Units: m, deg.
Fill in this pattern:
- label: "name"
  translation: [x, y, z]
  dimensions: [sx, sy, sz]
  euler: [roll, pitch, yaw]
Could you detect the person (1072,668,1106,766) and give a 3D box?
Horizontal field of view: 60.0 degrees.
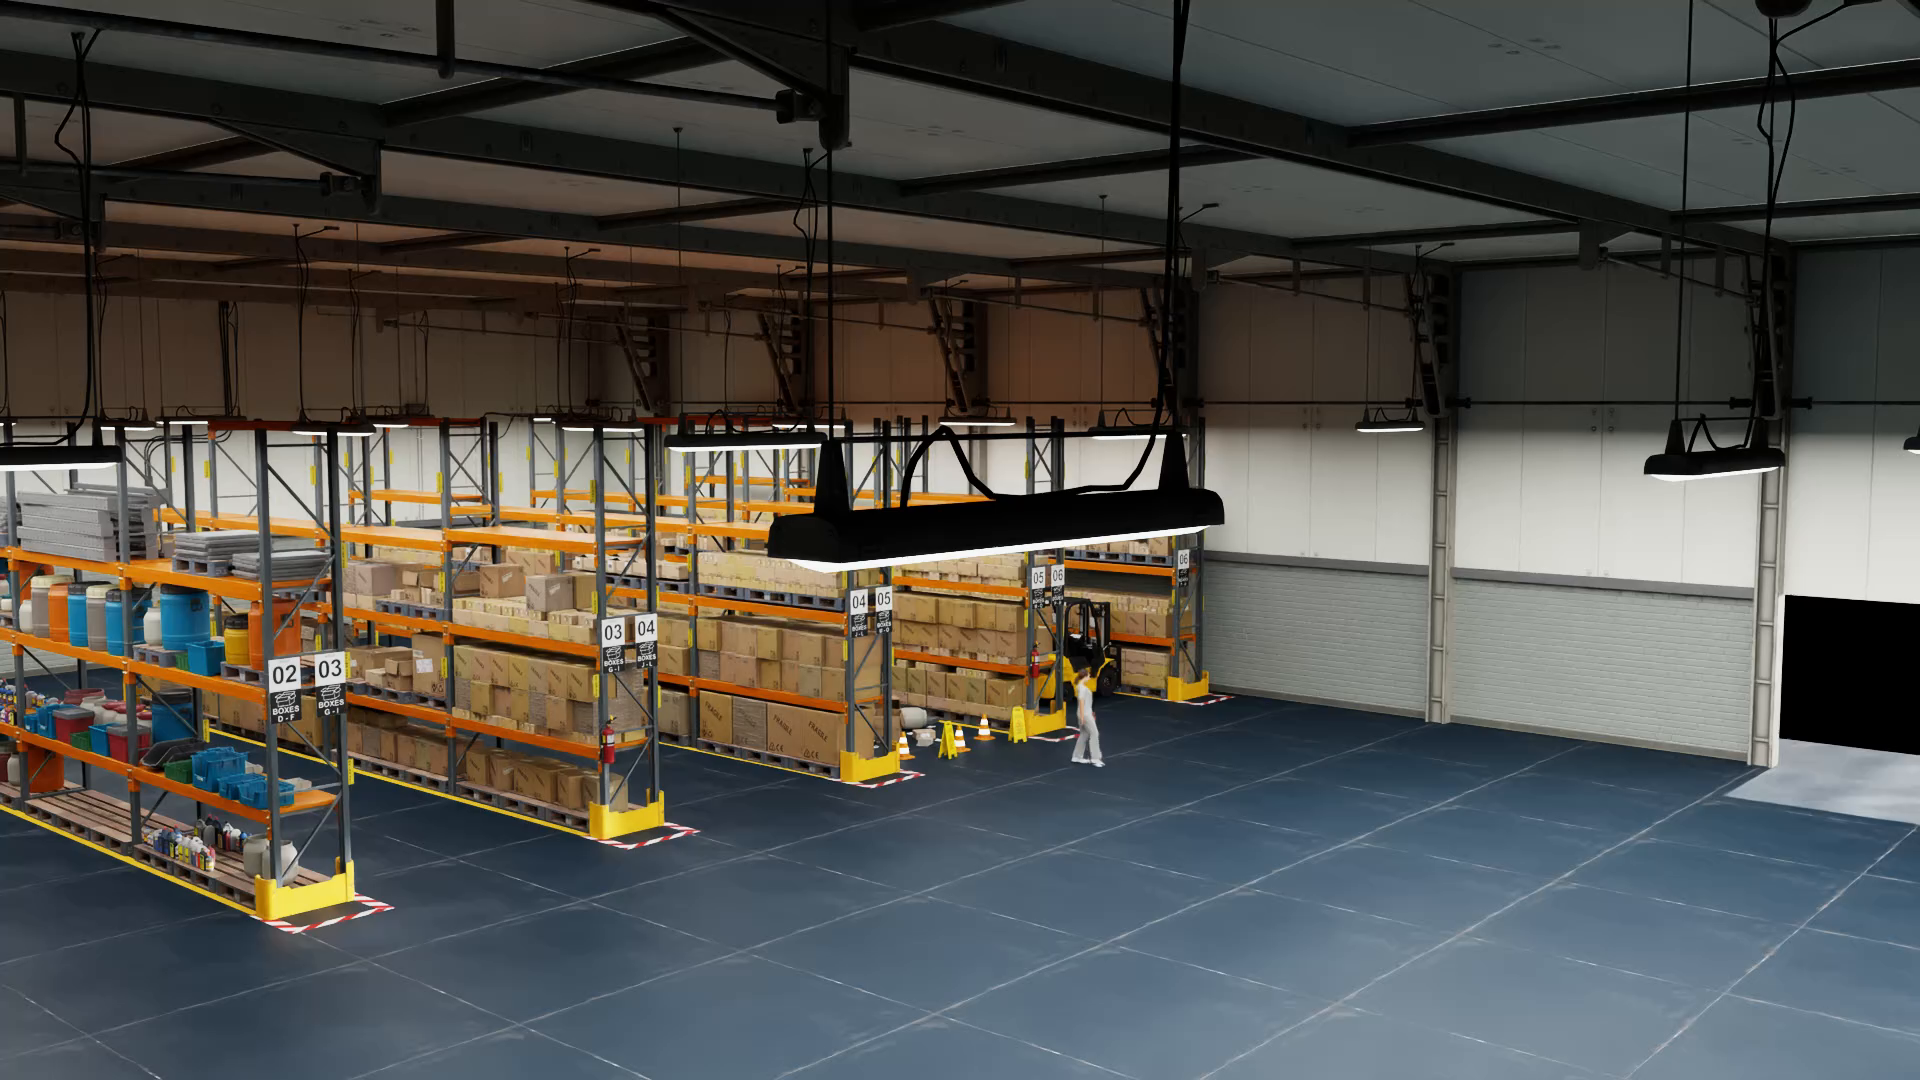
- label: "person"
  translation: [2.252, 3.100, 29.069]
  dimensions: [0.591, 1.720, 0.466]
  euler: [0, 5, -5]
